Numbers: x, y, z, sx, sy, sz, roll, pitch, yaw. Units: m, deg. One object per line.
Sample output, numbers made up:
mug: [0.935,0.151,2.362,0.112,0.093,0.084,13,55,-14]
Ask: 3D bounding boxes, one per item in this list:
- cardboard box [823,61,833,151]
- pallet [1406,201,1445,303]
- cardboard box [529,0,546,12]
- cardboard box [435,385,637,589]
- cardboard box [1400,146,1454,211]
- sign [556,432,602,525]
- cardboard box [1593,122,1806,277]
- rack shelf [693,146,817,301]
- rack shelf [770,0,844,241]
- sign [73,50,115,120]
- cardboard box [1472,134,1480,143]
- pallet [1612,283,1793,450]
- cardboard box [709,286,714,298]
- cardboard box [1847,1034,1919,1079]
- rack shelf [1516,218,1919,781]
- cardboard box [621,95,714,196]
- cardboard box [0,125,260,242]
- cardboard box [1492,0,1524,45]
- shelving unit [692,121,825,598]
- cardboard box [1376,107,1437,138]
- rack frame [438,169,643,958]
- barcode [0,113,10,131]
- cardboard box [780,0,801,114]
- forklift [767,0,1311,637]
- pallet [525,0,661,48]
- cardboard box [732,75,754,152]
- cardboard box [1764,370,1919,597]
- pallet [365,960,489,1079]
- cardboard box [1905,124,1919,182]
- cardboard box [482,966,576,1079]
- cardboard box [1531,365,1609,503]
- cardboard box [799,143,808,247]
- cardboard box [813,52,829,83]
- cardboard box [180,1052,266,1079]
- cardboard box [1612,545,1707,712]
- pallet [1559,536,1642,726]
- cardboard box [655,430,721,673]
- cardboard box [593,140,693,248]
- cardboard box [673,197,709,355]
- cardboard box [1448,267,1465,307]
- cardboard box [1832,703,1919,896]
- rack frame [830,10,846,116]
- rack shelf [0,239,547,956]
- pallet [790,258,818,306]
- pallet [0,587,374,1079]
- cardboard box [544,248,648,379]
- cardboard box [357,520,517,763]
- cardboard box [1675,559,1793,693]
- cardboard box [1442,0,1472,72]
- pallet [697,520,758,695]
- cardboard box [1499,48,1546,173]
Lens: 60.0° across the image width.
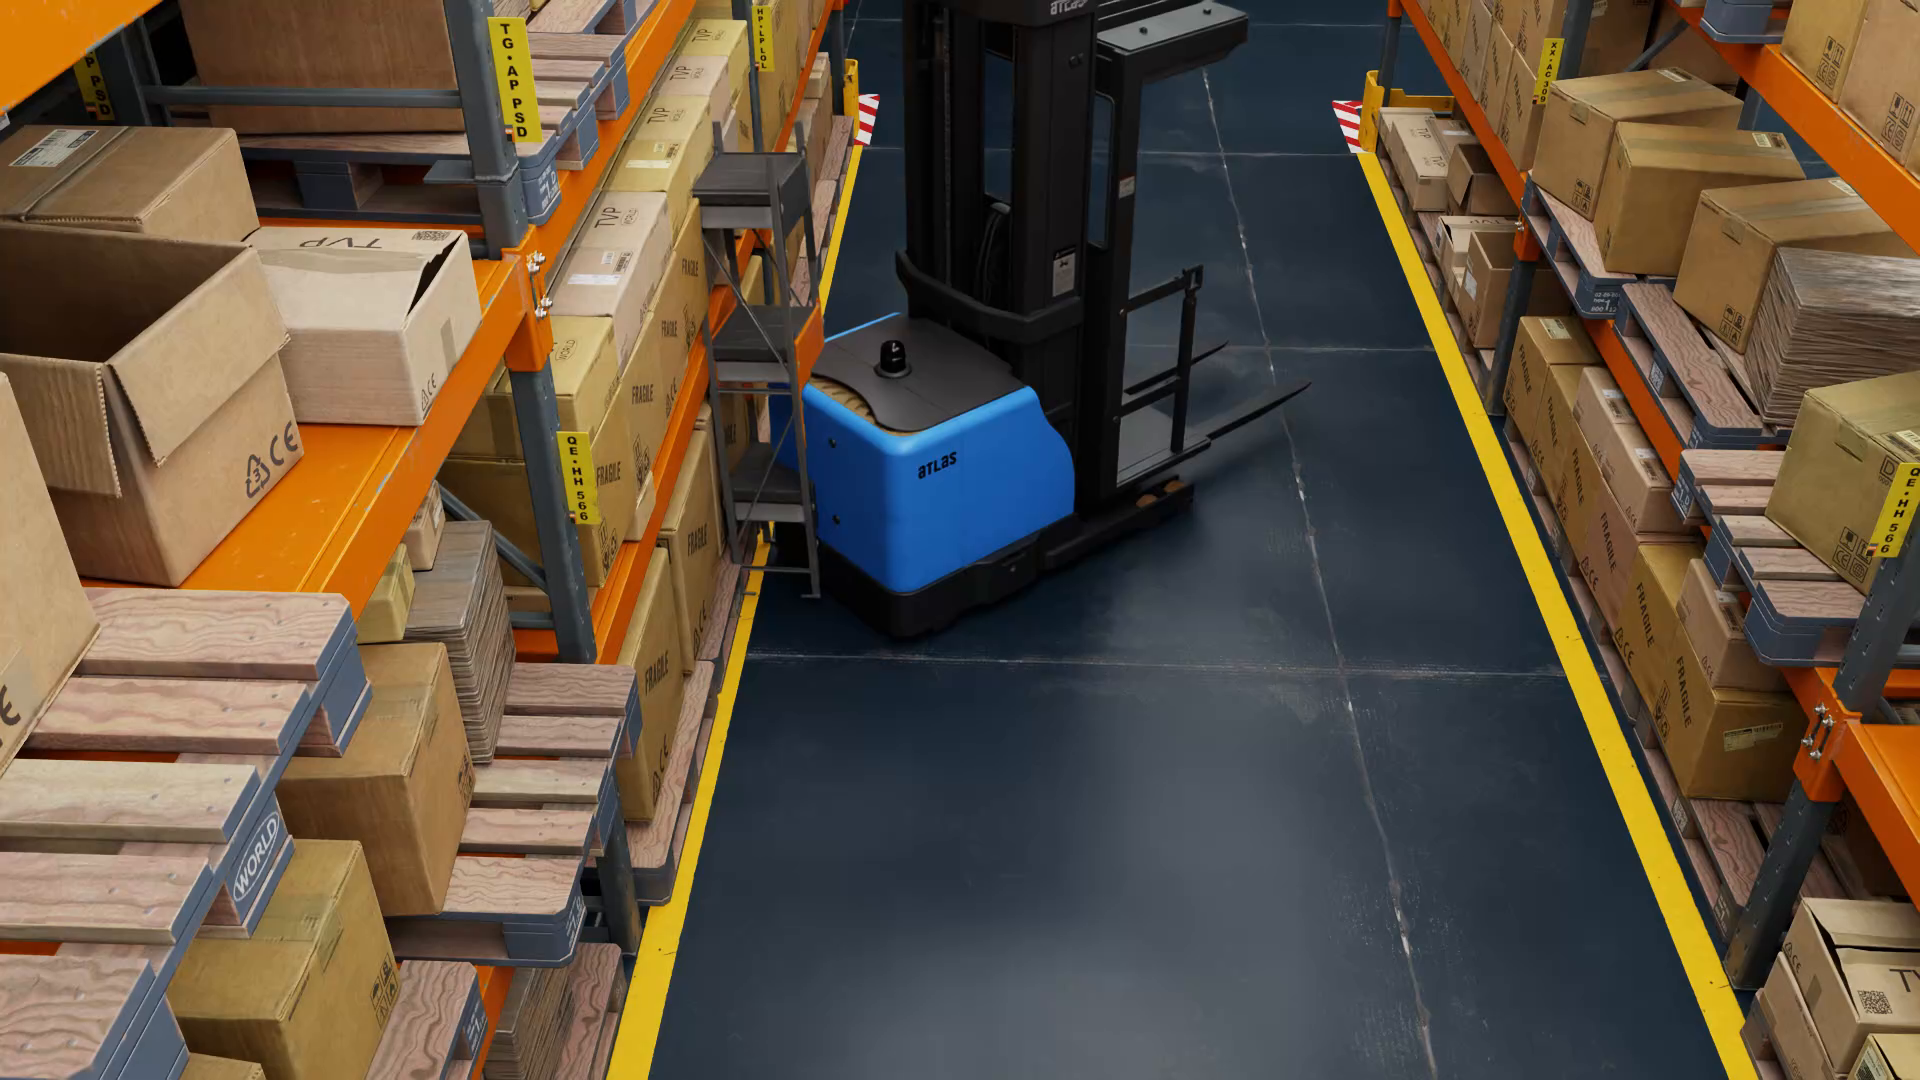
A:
cardboard box: [-1.288,-3.089,11.845,0.700,0.500,0.500,1,35,2]
pallet: [3.504,-1.890,10.756,1.003,0.211,1.213,1,35,2]
cardboard box: [-1.715,-2.099,5.550,0.700,0.500,0.500,3,35,4]
cardboard box: [-1.406,-0.192,5.551,0.500,0.500,0.500,2,35,3]
cardboard box: [3.244,-2.407,11.074,0.500,0.250,0.500,1,35,2]
sign: [-1.139,-0.182,4.962,0.100,0.325,0.005,1,35,2]
cardboard box: [3.222,-1.483,7.299,0.700,0.500,0.500,7,36,9]
rack shelf: [-0.891,-1.360,7.115,0.431,0.518,0.480,2,31,9]
rack shelf: [-1.440,-2.901,10.395,1.077,0.370,4.000,1,35,2]
sign: [-2.236,-1.237,4.274,0.100,0.325,0.005,1,35,2]
cardboard box: [3.708,-2.704,11.570,0.380,0.166,0.250,1,35,2]
pallet: [3.342,-0.675,6.768,1.003,0.211,1.213,1,35,2]
cardboard box: [-1.321,-1.165,7.501,0.380,0.149,0.250,1,35,2]
cardboard box: [2.941,1.684,4.783,0.500,0.311,0.500,1,35,1]
rack shelf: [3.349,-0.490,6.965,1.077,0.370,4.000,1,35,2]
cardboard box: [-1.335,-1.663,6.992,0.500,0.250,0.500,2,35,3]
cardboard box: [-1.940,-0.616,3.805,0.500,0.500,0.500,1,35,2]
cardboard box: [3.209,-2.975,8.917,0.500,0.500,0.500,1,35,1]
shelving unit: [-0.859,-0.768,7.461,0.431,2.100,0.503,2,31,9]
cardboard box: [3.230,-3.013,12.025,0.380,0.149,0.250,1,35,2]
rack frame: [-1.681,0.252,5.283,1.000,3.000,0.127,1,35,2]
barcode: [-2.282,-1.008,3.945,0.001,0.075,0.075,1,35,2]
cardboard box: [-1.448,-2.899,9.506,0.980,0.700,0.700,0,35,1]
forklift: [0.555,-1.469,7.791,3.031,2.935,1.130,-26,43,-32]
pallet: [-1.667,-1.912,5.917,1.003,0.211,1.213,3,35,4]
cardboard box: [-1.287,-1.946,8.047,0.500,0.500,0.500,1,35,1]
cardboard box: [3.181,-0.213,5.492,0.700,0.500,0.500,-10,36,-14]
pallet: [-1.720,1.469,3.718,1.003,0.211,1.213,1,35,2]
cardboard box: [3.252,-1.155,4.589,0.910,0.500,0.500,1,35,2]
cardboard box: [-1.658,1.510,5.285,0.700,0.500,0.500,2,35,3]
cardboard box: [3.156,-0.512,8.161,0.500,0.500,0.500,2,35,3]
cardboard box: [-1.342,-2.206,10.589,0.700,0.500,0.500,2,35,3]
cardboard box: [-1.111,-3.276,11.548,0.380,0.149,0.250,1,35,1]
cardboard box: [-1.763,1.338,3.268,0.700,0.500,0.500,6,36,8]
cardboard box: [3.093,0.367,6.911,0.500,0.500,0.500,0,35,0]
pallet: [3.388,0.378,7.529,1.003,0.211,1.213,1,35,2]
cardboard box: [-1.479,0.037,7.093,0.750,0.750,0.750,1,35,2]
cardboard box: [-1.354,-1.370,6.576,0.500,0.250,0.500,1,35,1]
cardboard box: [-1.342,-1.077,6.811,0.500,0.500,0.500,2,35,3]
cardboard box: [3.124,-1.498,9.870,0.380,0.149,0.250,1,35,2]
cardboard box: [3.572,0.952,6.078,0.500,0.500,0.500,3,35,4]
rack frame: [-1.360,-4.344,11.823,1.000,3.000,0.127,1,35,2]
rack shelf: [-1.762,0.468,2.992,1.077,0.370,4.000,1,35,2]
pallet: [-1.412,-1.340,9.974,1.003,0.211,1.213,1,35,2]
pallet: [-1.672,0.452,2.553,1.213,0.211,1.003,1,35,2]
cardboard box: [-1.385,-0.789,5.749,0.500,0.250,0.500,1,35,1]
cardboard box: [-1.690,0.301,4.743,0.700,0.500,0.500,-3,35,-4]
cardboard box: [3.070,0.325,6.318,0.500,0.250,0.500,3,35,4]
cardboard box: [3.248,-3.152,10.039,0.500,0.500,0.500,2,35,3]
pallet: [-1.523,0.243,7.721,1.003,0.211,1.213,1,35,2]
cardboard box: [3.193,-2.268,8.781,0.500,0.500,0.500,2,35,3]
